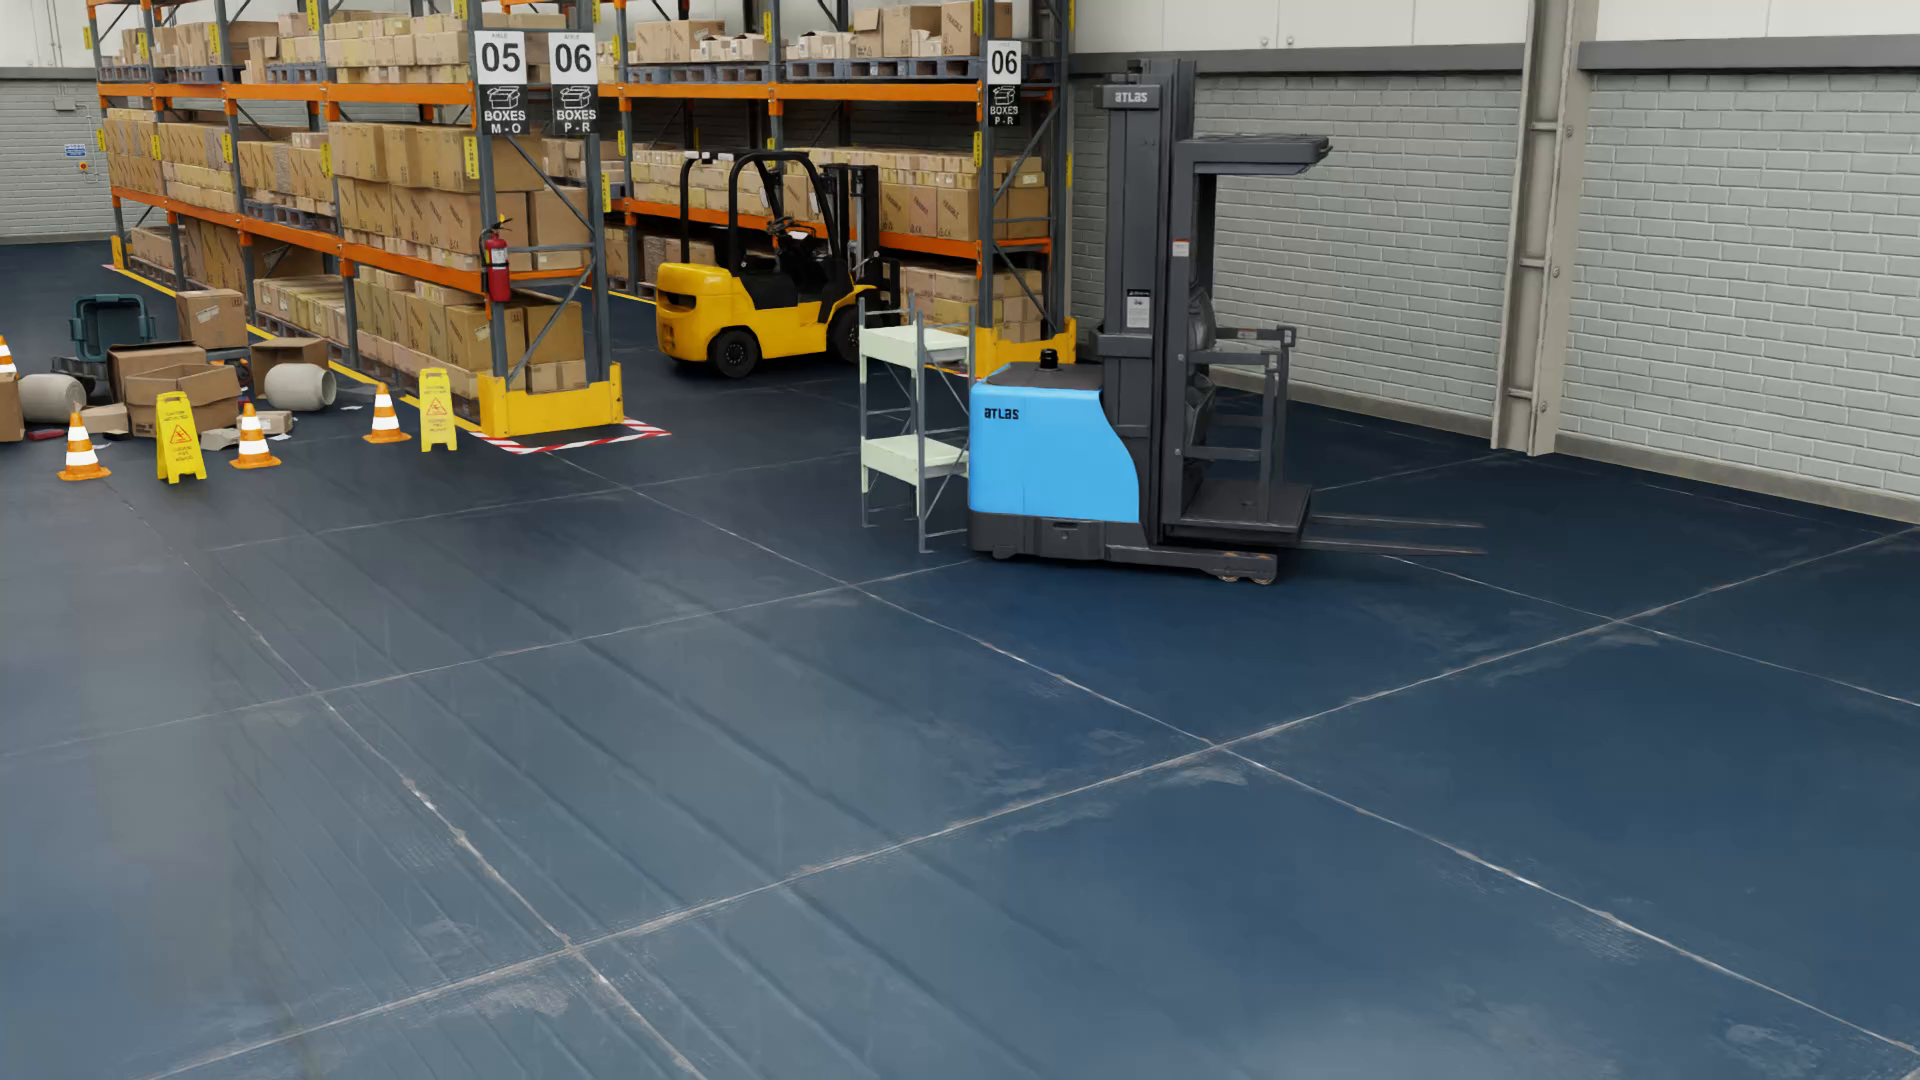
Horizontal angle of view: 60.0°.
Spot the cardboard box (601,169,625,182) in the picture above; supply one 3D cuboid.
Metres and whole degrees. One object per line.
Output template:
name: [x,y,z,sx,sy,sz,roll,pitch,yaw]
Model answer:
cardboard box: [-4.779,-5.028,22.944,0.380,0.149,0.250,-10,18,-34]

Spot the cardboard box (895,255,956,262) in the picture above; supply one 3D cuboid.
cardboard box: [-0.386,-2.973,18.275,0.500,0.250,0.500,-11,19,-36]

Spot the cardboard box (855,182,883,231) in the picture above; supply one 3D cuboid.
cardboard box: [-0.784,-3.597,17.847,0.500,0.500,0.500,-11,19,-34]

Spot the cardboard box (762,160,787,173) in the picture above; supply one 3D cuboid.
cardboard box: [-2.111,-4.411,19.592,0.380,0.149,0.250,-10,18,-33]

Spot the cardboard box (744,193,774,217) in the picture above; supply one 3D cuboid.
cardboard box: [-2.239,-4.006,19.815,0.500,0.250,0.500,-10,18,-33]

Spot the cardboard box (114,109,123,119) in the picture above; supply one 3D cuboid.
cardboard box: [-12.374,-6.356,24.803,0.380,0.149,0.250,-12,19,-36]

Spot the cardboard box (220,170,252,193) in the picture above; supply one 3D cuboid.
cardboard box: [-8.586,-4.327,20.041,0.500,0.250,0.500,-11,19,-35]

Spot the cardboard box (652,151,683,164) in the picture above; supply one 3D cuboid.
cardboard box: [-3.804,-5.005,21.763,0.380,0.149,0.250,-10,18,-33]

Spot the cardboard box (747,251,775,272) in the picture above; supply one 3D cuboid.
cardboard box: [-2.047,-3.178,20.209,0.875,0.625,0.625,-10,18,-32]

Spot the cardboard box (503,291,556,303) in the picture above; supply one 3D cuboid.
cardboard box: [-3.968,-1.955,15.030,0.500,0.500,0.500,-12,19,-37]

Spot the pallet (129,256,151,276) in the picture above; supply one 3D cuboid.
pallet: [-12.266,-4.299,25.883,1.003,0.211,1.213,-11,19,-35]

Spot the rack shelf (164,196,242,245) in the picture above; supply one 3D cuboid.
rack shelf: [-9.272,-4.174,21.509,1.077,0.370,4.000,-11,19,-35]

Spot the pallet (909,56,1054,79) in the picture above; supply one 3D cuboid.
pallet: [0.226,-4.716,16.612,1.003,0.211,1.213,-11,19,-35]

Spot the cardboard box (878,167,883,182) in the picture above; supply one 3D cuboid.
cardboard box: [-0.657,-3.886,17.675,0.380,0.149,0.250,-11,19,-35]

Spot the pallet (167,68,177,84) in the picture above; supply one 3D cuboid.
pallet: [-9.869,-6.115,21.916,0.805,0.209,1.217,-12,19,-37]

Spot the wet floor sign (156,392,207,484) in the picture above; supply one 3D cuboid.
wet floor sign: [-5.718,-0.762,12.137,0.232,0.644,0.267,14,21,42]

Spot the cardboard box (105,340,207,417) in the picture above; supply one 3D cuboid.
cardboard box: [-7.029,-1.428,14.583,0.797,0.637,0.503,-11,19,-35]

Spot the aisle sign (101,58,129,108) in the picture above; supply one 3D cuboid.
aisle sign: [-13.076,-7.027,25.643,0.394,0.787,0.004,-11,19,-35]

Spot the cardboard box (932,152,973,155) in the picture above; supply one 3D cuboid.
cardboard box: [-0.080,-4.061,17.750,0.380,0.149,0.250,-11,19,-36]

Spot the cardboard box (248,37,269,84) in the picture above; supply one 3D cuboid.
cardboard box: [-7.546,-5.385,18.699,0.700,0.500,0.500,-11,19,-35]

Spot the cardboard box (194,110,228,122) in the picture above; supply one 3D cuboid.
cardboard box: [-10.423,-5.900,23.137,0.380,0.149,0.250,-11,19,-35]

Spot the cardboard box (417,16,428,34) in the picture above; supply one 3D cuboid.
cardboard box: [-4.360,-4.351,14.074,0.380,0.149,0.250,-11,19,-35]

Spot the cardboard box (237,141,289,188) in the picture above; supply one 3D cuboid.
cardboard box: [-8.018,-4.357,19.263,0.500,0.500,0.500,-12,19,-36]

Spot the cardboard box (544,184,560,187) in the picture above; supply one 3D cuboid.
cardboard box: [-3.753,-2.832,14.489,0.500,0.500,0.500,-10,18,-33]

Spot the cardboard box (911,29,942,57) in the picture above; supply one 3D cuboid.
cardboard box: [-0.261,-4.974,16.655,0.396,0.266,0.258,-11,19,-34]

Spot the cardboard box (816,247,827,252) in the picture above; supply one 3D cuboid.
cardboard box: [-1.700,-3.218,19.171,0.500,0.250,0.500,-11,19,-35]

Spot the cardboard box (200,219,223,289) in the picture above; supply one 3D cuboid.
cardboard box: [-9.481,-3.815,22.060,0.875,0.875,0.875,-10,18,-33]

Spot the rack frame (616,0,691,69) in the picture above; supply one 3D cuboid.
rack frame: [-4.083,-7.759,21.879,1.000,3.000,0.127,-11,19,-35]

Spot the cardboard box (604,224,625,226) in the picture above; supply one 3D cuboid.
cardboard box: [-5.001,-4.421,23.759,0.380,0.149,0.250,-10,18,-33]

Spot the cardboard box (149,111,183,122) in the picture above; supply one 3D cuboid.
cardboard box: [-10.886,-5.808,22.803,0.380,0.149,0.250,-11,19,-36]

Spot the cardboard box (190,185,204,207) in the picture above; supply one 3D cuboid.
cardboard box: [-9.522,-4.411,21.294,0.500,0.250,0.500,-11,19,-35]

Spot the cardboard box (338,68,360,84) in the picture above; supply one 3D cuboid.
cardboard box: [-5.652,-4.396,15.750,0.380,0.149,0.250,-11,19,-34]

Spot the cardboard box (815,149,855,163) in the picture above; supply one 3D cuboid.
cardboard box: [-1.399,-4.307,18.649,0.380,0.149,0.250,-11,19,-36]

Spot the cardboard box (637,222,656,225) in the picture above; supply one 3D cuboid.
cardboard box: [-4.568,-4.509,24.080,0.380,0.149,0.250,-12,19,-37]

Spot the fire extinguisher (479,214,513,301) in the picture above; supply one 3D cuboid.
fire extinguisher: [-3.697,-2.253,13.271,0.296,0.674,0.183,-11,19,-35]

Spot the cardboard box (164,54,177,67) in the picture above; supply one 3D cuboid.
cardboard box: [-9.987,-6.161,21.368,0.380,0.166,0.250,-12,20,-38]

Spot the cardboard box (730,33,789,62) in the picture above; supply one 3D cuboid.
cardboard box: [-2.354,-5.783,19.524,0.500,0.311,0.500,-12,19,-36]

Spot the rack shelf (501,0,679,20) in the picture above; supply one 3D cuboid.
rack shelf: [-5.259,-7.646,23.587,1.077,0.370,4.000,-11,19,-35]

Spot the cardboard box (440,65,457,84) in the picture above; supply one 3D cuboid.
cardboard box: [-4.001,-3.792,13.544,0.380,0.149,0.250,-11,19,-34]

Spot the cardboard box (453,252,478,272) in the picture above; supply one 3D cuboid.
cardboard box: [-4.023,-2.348,13.950,0.380,0.149,0.250,-11,19,-35]

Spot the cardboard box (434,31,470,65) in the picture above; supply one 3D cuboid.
cardboard box: [-3.911,-3.971,13.443,0.500,0.250,0.500,-11,19,-35]

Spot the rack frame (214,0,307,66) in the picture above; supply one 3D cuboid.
rack frame: [-8.096,-6.988,19.061,1.000,3.000,0.127,-11,19,-35]

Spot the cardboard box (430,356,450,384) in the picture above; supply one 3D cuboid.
cardboard box: [-4.383,-1.505,14.806,0.500,0.250,0.500,-11,19,-34]

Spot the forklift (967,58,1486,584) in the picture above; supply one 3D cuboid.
forklift: [1.620,-1.313,9.821,3.031,2.935,1.130,4,16,15]

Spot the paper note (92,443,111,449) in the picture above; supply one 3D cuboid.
paper note: [-6.861,-0.753,13.272,0.144,0.017,0.142,-4,16,-15]

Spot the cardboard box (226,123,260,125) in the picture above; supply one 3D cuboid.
cardboard box: [-9.389,-5.202,21.817,0.500,0.500,0.500,-10,18,-33]

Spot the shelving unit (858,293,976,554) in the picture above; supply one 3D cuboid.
shelving unit: [-0.273,-0.751,10.479,0.431,1.500,0.755,-9,18,-31]

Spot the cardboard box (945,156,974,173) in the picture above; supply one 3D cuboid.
cardboard box: [0.070,-3.753,16.626,0.380,0.149,0.250,-11,19,-34]

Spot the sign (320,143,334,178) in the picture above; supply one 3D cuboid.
sign: [-6.191,-3.712,16.262,0.100,0.325,0.005,-11,19,-35]

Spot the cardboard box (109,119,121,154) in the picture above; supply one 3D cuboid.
cardboard box: [-12.438,-6.077,25.014,0.500,0.500,0.500,-11,19,-36]

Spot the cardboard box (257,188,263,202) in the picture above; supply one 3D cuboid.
cardboard box: [-7.792,-3.946,18.993,0.380,0.149,0.250,-12,20,-38]

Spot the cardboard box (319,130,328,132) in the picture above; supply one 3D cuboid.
cardboard box: [-6.906,-4.496,18.543,0.380,0.149,0.250,-12,19,-37]

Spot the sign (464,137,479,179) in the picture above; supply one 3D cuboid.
sign: [-3.853,-3.015,13.118,0.100,0.325,0.005,-11,19,-35]

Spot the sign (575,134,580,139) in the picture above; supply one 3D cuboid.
sign: [-5.988,-6.365,25.957,0.100,0.325,0.005,-11,19,-35]
